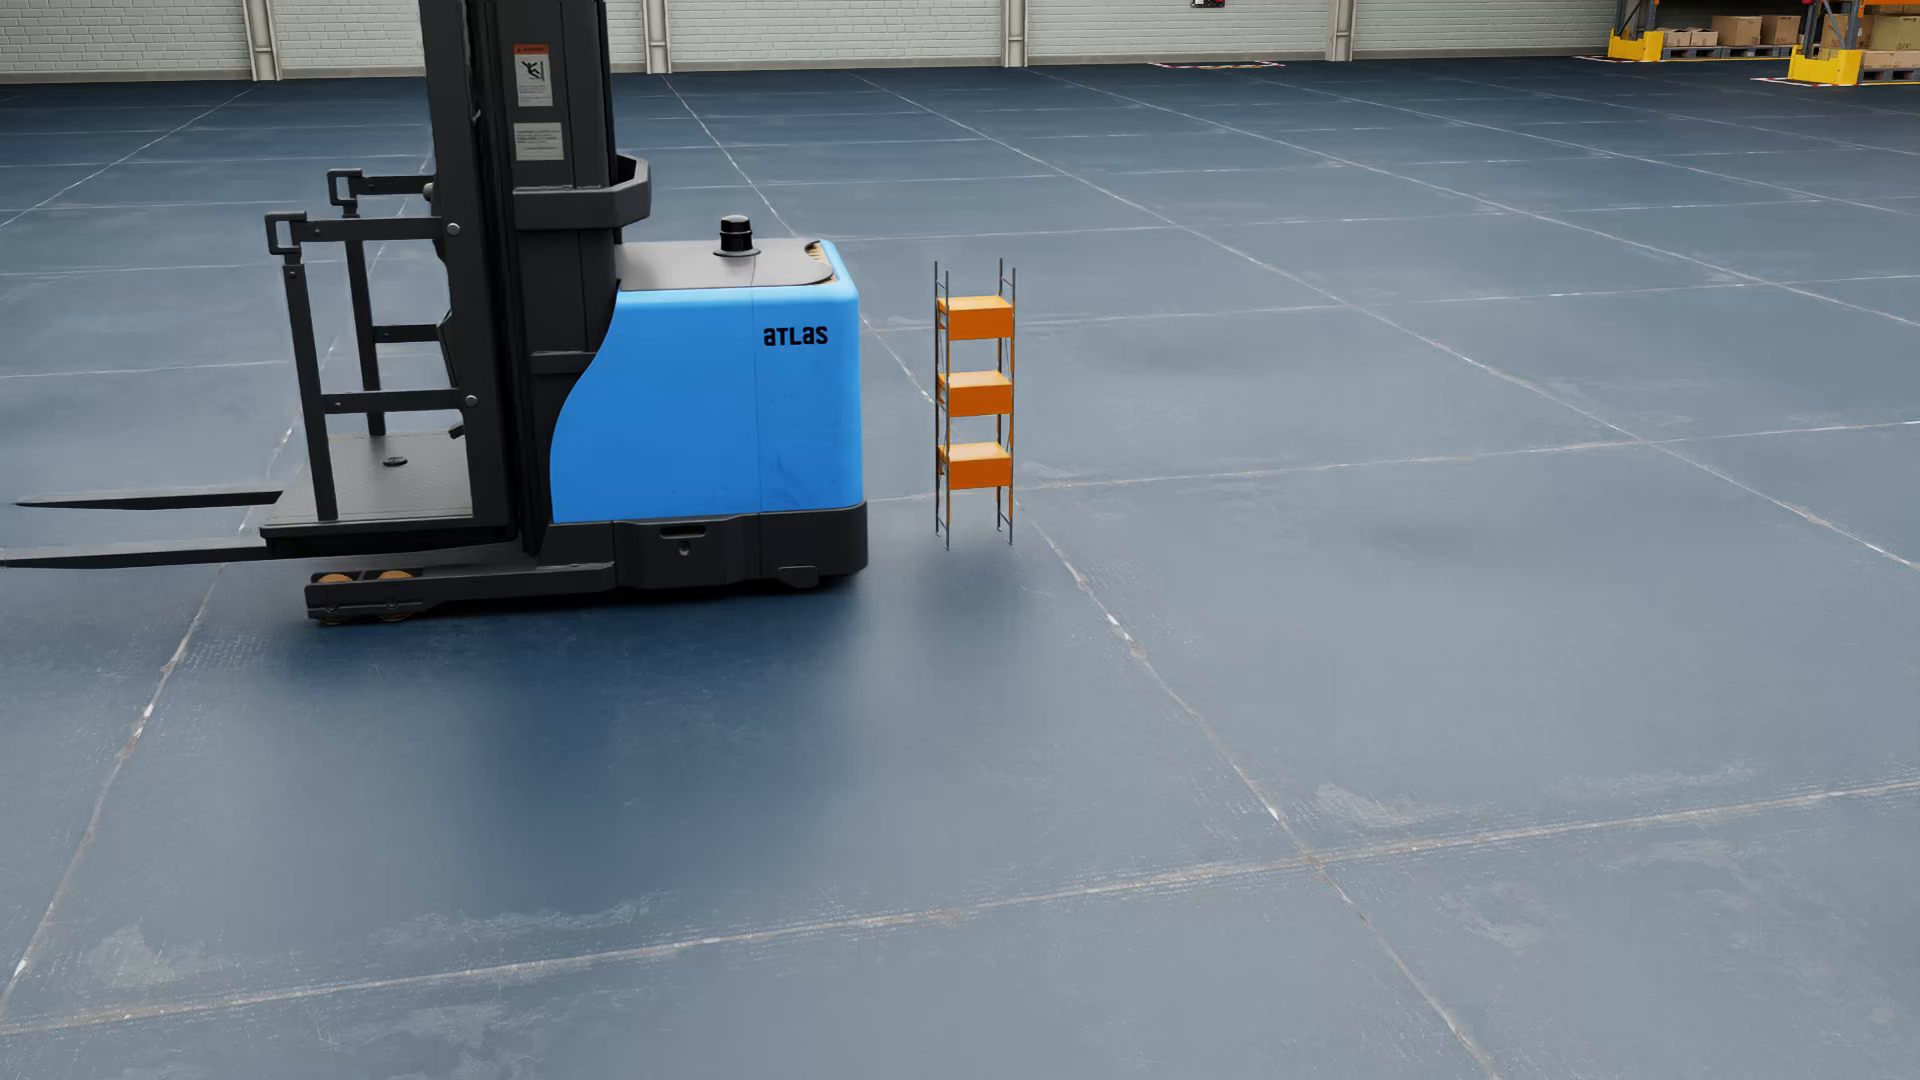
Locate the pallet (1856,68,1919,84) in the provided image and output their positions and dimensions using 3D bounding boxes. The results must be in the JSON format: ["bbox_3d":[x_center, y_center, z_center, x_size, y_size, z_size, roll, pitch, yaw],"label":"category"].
[{"bbox_3d":[13.998,-7.226,25.734,1.213,0.211,1.003,-5,21,-12],"label":"pallet"}]

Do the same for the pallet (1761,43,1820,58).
[{"bbox_3d":[15.367,-9.061,30.743,1.213,0.211,1.003,-5,21,-12],"label":"pallet"}]

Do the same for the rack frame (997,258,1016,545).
[{"bbox_3d":[0.171,-0.507,6.172,0.008,1.050,0.200,-5,21,-12],"label":"rack frame"}]

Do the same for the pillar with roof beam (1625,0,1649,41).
[{"bbox_3d":[13.593,-11.840,25.553,0.400,9.000,9.100,-5,21,-12],"label":"pillar with roof beam"}]

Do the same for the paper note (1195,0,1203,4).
[{"bbox_3d":[4.161,-9.401,28.899,0.142,0.148,0.016,-5,21,-12],"label":"paper note"}]

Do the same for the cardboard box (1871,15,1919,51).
[{"bbox_3d":[14.322,-7.727,25.345,0.500,0.500,0.500,-5,21,-12],"label":"cardboard box"}]

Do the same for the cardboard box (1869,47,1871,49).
[{"bbox_3d":[14.201,-7.552,25.956,0.500,0.250,0.500,-5,21,-12],"label":"cardboard box"}]

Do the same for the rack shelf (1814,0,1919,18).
[{"bbox_3d":[15.210,-8.281,25.607,4.000,0.370,1.077,-5,21,-12],"label":"rack shelf"}]

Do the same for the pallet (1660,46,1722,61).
[{"bbox_3d":[12.992,-8.868,30.216,1.213,0.211,1.003,-5,21,-12],"label":"pallet"}]

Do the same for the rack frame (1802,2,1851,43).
[{"bbox_3d":[16.012,-10.435,30.441,0.127,3.000,1.000,-5,21,-12],"label":"rack frame"}]

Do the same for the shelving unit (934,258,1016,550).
[{"bbox_3d":[0.052,-0.497,6.146,0.252,1.050,0.215,-5,21,-12],"label":"shelving unit"}]

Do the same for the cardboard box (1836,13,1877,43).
[{"bbox_3d":[16.725,-9.532,30.969,0.500,0.500,0.700,-4,20,-11],"label":"cardboard box"}]

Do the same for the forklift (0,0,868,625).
[{"bbox_3d":[-1.889,-1.289,5.571,3.031,2.935,1.130,-3,20,-9],"label":"forklift"}]

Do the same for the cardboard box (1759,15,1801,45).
[{"bbox_3d":[15.012,-9.373,30.534,0.500,0.500,0.500,-6,21,-17],"label":"cardboard box"}]

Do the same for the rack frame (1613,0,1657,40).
[{"bbox_3d":[12.120,-10.119,29.577,0.127,3.000,1.000,-5,21,-12],"label":"rack frame"}]

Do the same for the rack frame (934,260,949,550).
[{"bbox_3d":[-0.067,-0.488,6.119,0.008,1.050,0.200,-5,21,-12],"label":"rack frame"}]

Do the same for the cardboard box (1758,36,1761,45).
[{"bbox_3d":[14.451,-9.183,30.528,0.250,0.149,0.380,-6,21,-17],"label":"cardboard box"}]

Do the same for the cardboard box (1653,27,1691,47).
[{"bbox_3d":[12.814,-9.087,30.031,0.500,0.311,0.500,-7,21,-19],"label":"cardboard box"}]

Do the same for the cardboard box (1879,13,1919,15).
[{"bbox_3d":[14.686,-7.945,25.940,0.500,0.500,0.500,-5,21,-12],"label":"cardboard box"}]

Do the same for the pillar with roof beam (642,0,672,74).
[{"bbox_3d":[-3.924,-10.415,21.663,0.400,9.000,9.100,-5,21,-12],"label":"pillar with roof beam"}]

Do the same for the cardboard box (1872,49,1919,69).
[{"bbox_3d":[14.322,-7.376,25.475,0.500,0.250,0.500,-5,21,-12],"label":"cardboard box"}]

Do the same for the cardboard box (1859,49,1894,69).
[{"bbox_3d":[13.836,-7.335,25.364,0.500,0.250,0.500,-5,21,-12],"label":"cardboard box"}]

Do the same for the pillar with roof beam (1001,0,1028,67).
[{"bbox_3d":[1.915,-10.890,22.960,0.400,9.000,9.100,-5,21,-12],"label":"pillar with roof beam"}]

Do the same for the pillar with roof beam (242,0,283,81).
[{"bbox_3d":[-9.763,-9.940,20.367,0.400,9.000,9.100,-5,21,-12],"label":"pillar with roof beam"}]

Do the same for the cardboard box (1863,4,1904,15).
[{"bbox_3d":[17.153,-9.920,30.939,0.500,0.250,0.500,-5,21,-14],"label":"cardboard box"}]

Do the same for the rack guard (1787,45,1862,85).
[{"bbox_3d":[13.240,-7.285,25.475,0.348,0.500,1.175,-5,21,-12],"label":"rack guard"}]

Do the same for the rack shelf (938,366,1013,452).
[{"bbox_3d":[0.052,-0.487,6.149,0.240,0.259,0.215,-5,21,-12],"label":"rack shelf"}]

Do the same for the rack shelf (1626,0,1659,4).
[{"bbox_3d":[14.066,-9.939,30.132,4.000,0.370,1.077,-5,21,-12],"label":"rack shelf"}]

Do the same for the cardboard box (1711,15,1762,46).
[{"bbox_3d":[14.094,-9.263,30.234,0.500,0.500,0.700,-6,21,-16],"label":"cardboard box"}]

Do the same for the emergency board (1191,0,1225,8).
[{"bbox_3d":[4.349,-9.806,28.723,0.643,1.169,0.194,-5,21,-12],"label":"emergency board"}]

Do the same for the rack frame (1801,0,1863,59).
[{"bbox_3d":[13.263,-8.461,25.051,0.127,3.000,1.000,-5,21,-12],"label":"rack frame"}]

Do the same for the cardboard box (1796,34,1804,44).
[{"bbox_3d":[15.499,-9.259,30.709,0.250,0.166,0.380,-7,21,-20],"label":"cardboard box"}]

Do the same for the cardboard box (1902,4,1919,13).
[{"bbox_3d":[17.658,-9.962,31.055,0.500,0.250,0.500,-5,21,-14],"label":"cardboard box"}]

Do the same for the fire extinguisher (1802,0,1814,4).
[{"bbox_3d":[13.041,-8.571,25.463,0.183,0.674,0.296,-5,21,-12],"label":"fire extinguisher"}]

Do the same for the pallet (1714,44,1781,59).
[{"bbox_3d":[14.177,-8.963,30.476,1.213,0.211,1.003,-5,21,-12],"label":"pallet"}]

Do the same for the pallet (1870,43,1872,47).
[{"bbox_3d":[16.770,-9.188,31.090,1.213,0.211,1.003,-5,21,-12],"label":"pallet"}]

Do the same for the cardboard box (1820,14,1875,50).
[{"bbox_3d":[13.717,-7.861,25.710,0.500,0.500,0.500,-5,21,-12],"label":"cardboard box"}]

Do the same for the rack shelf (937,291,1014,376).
[{"bbox_3d":[0.052,-0.754,6.052,0.240,0.259,0.215,-5,21,-12],"label":"rack shelf"}]

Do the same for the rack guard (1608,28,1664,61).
[{"bbox_3d":[12.194,-8.951,30.023,0.348,0.500,1.175,-5,21,-12],"label":"rack guard"}]

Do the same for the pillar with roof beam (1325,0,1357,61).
[{"bbox_3d":[7.754,-11.365,24.256,0.400,9.000,9.100,-5,21,-12],"label":"pillar with roof beam"}]

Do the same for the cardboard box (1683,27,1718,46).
[{"bbox_3d":[13.369,-9.132,30.154,0.500,0.311,0.500,-3,20,-8],"label":"cardboard box"}]

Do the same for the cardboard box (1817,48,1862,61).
[{"bbox_3d":[13.717,-7.508,25.837,0.500,0.250,0.500,-5,21,-12],"label":"cardboard box"}]

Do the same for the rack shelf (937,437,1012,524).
[{"bbox_3d":[0.052,-0.226,6.245,0.240,0.259,0.215,-5,21,-12],"label":"rack shelf"}]

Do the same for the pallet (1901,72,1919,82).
[{"bbox_3d":[15.183,-7.321,25.994,1.213,0.211,1.003,-5,21,-12],"label":"pallet"}]
